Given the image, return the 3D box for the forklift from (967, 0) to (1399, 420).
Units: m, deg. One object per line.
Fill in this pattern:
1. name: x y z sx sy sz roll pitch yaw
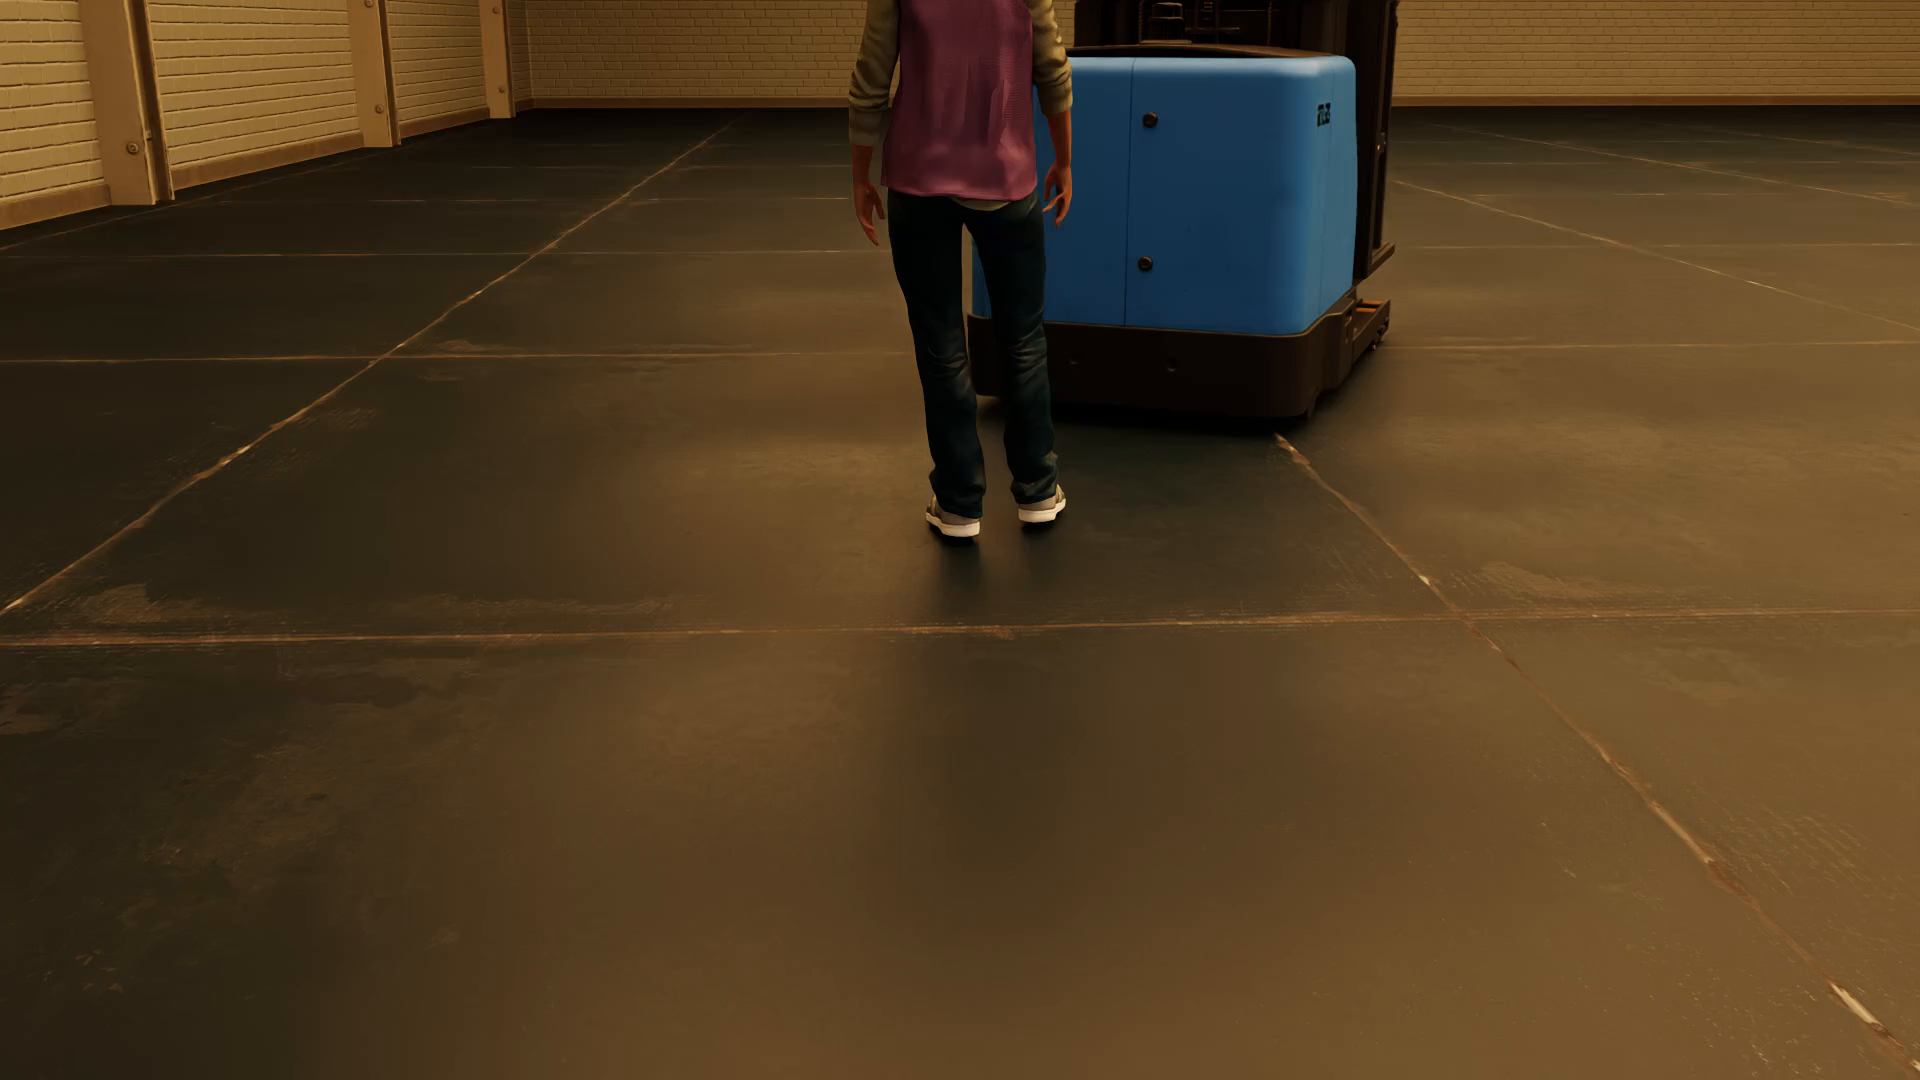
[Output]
1. forklift: 1.022 -2.145 5.919 1.130 2.935 3.031 6 18 20

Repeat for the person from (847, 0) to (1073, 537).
1. person: 0.010 -0.792 3.753 0.520 1.597 0.476 -1 17 -3
